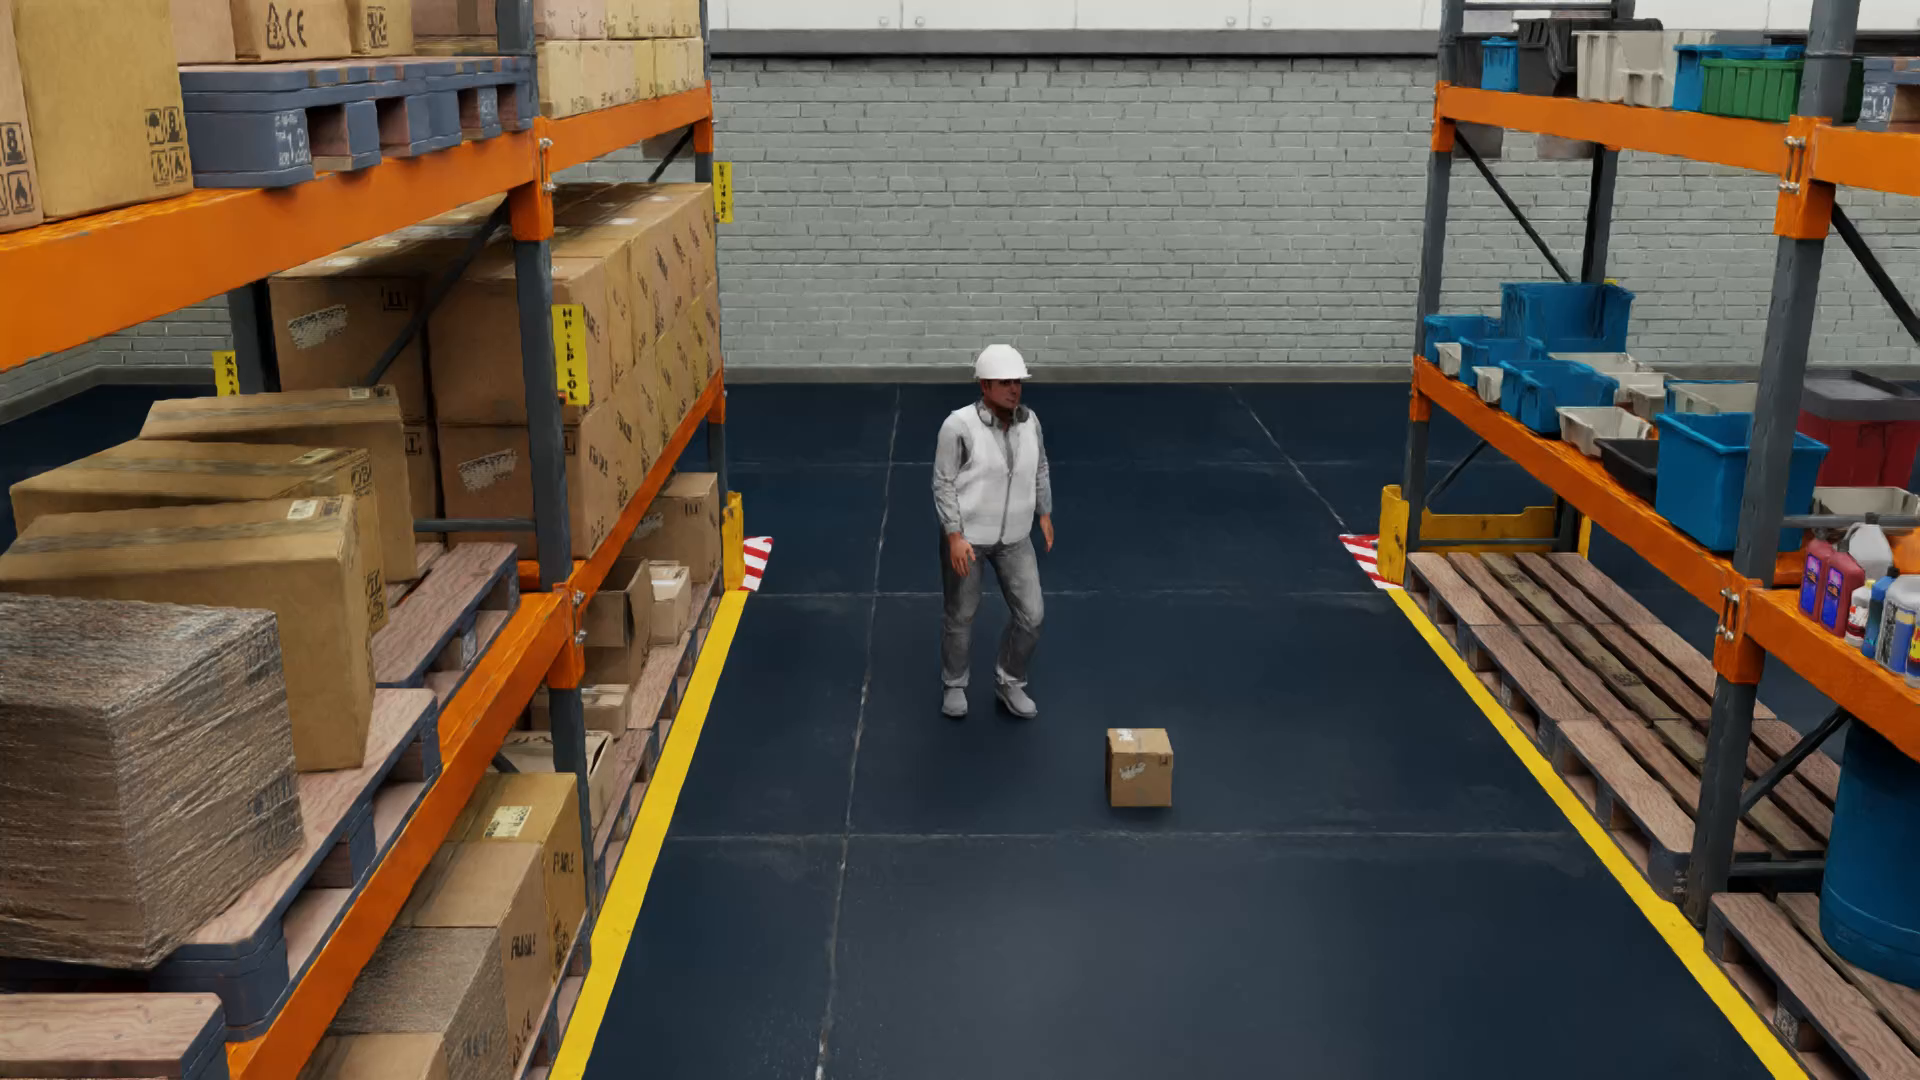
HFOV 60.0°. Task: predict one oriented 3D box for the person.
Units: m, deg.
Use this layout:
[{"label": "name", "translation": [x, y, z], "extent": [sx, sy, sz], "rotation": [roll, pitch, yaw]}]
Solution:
[{"label": "person", "translation": [0.156, -0.042, 7.636], "extent": [0.666, 1.756, 0.494], "rotation": [-7, 18, -23]}]
